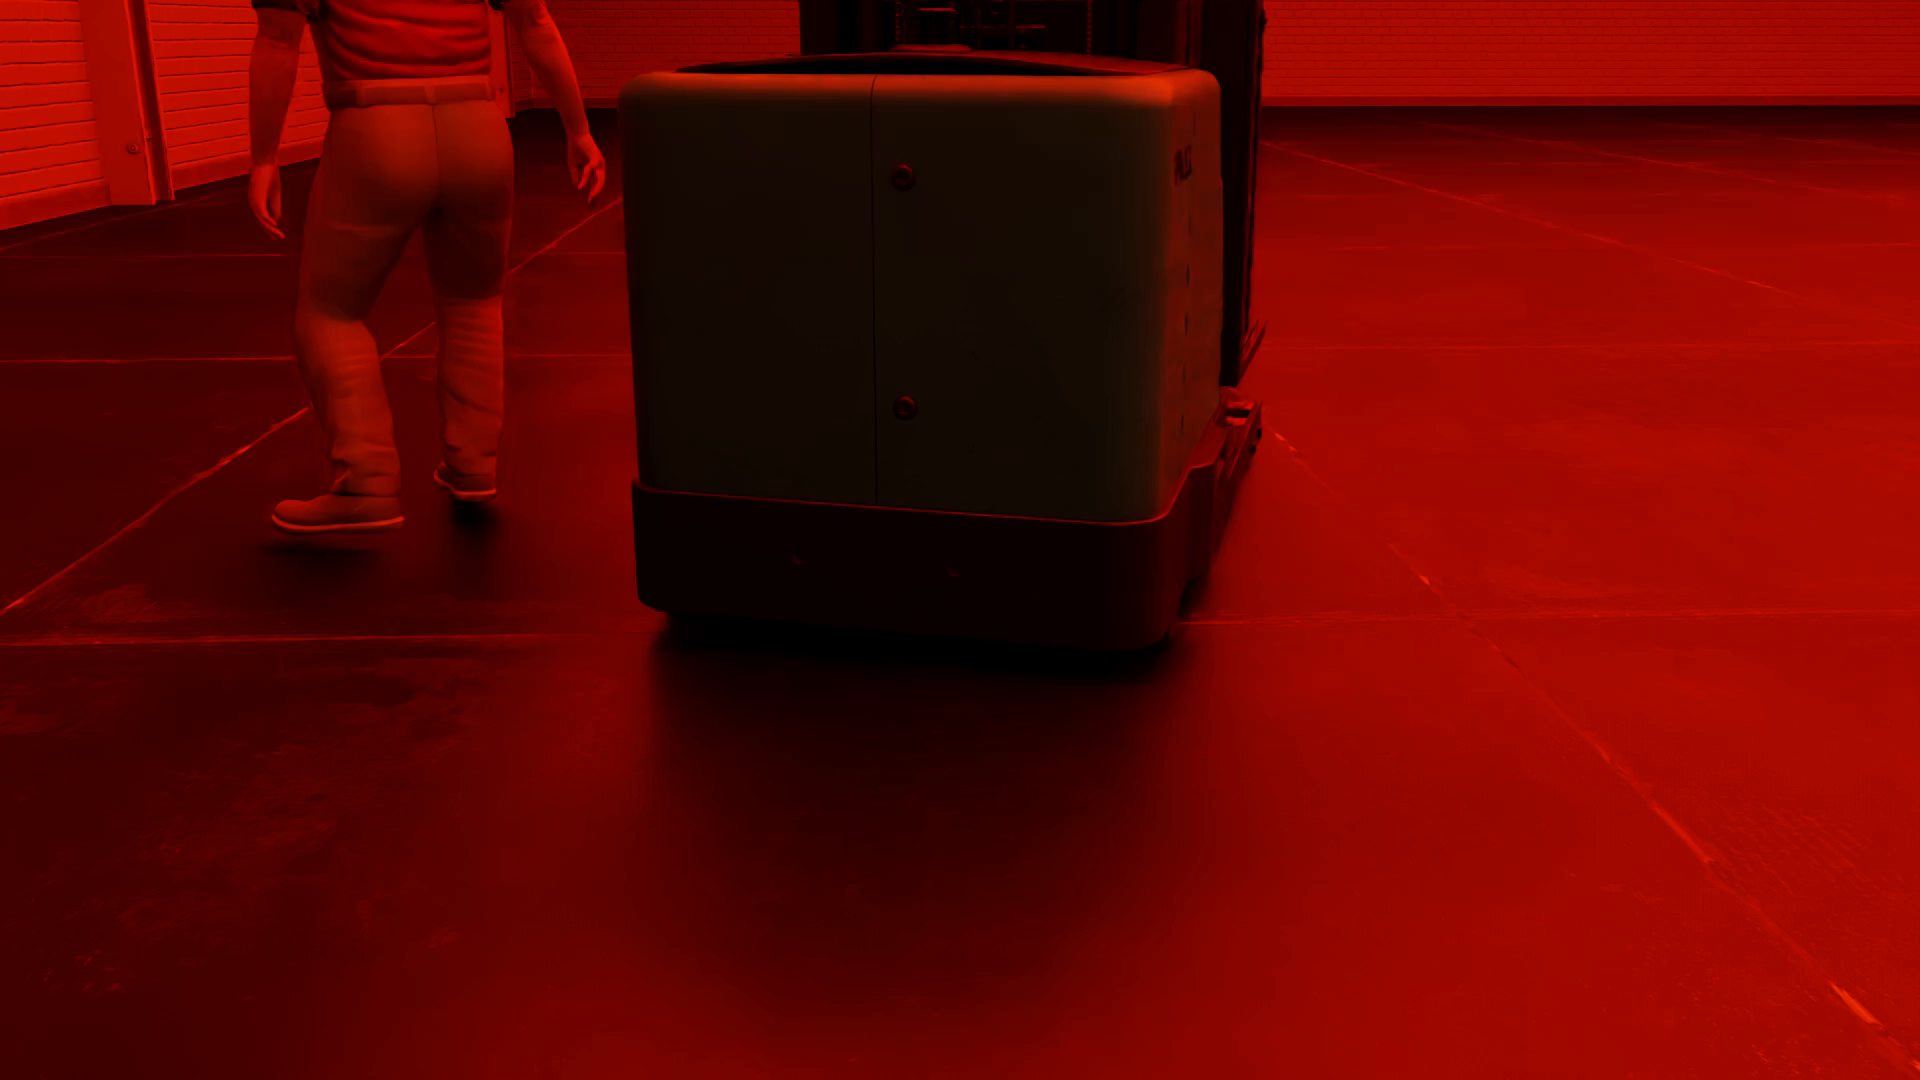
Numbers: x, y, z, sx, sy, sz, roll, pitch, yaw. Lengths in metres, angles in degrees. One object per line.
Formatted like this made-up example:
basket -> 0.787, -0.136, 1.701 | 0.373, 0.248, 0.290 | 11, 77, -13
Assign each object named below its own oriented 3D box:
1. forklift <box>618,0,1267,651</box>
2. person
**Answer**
forklift -> 0.229, -1.592, 4.112 | 1.130, 2.935, 3.031 | 4, 18, 14
person -> -1.264, -0.892, 3.841 | 0.817, 1.686, 0.480 | -11, 20, -32
